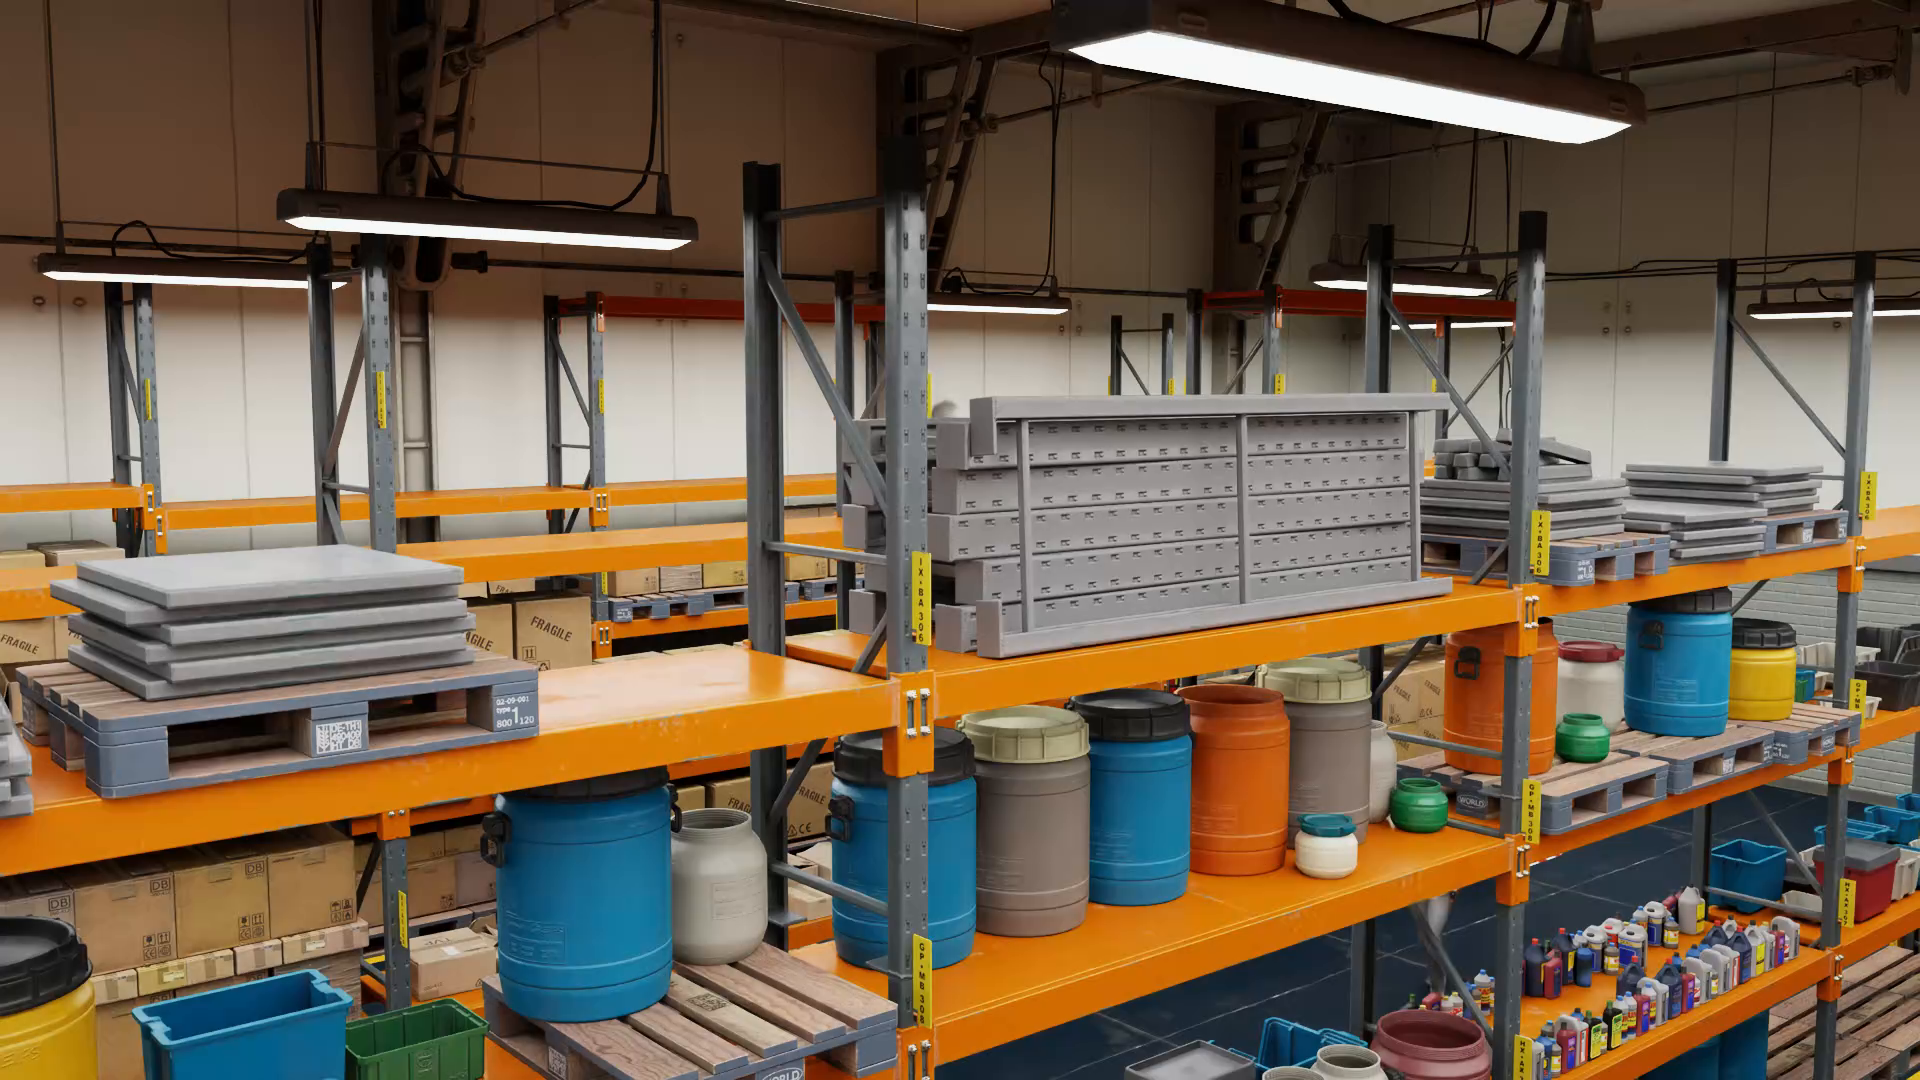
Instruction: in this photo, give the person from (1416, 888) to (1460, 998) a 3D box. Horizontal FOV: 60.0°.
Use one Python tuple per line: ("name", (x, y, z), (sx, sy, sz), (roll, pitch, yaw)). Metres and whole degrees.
("person", (3.942, 3.006, 13.909), (0.531, 1.733, 0.738), (5, 7, 42))
